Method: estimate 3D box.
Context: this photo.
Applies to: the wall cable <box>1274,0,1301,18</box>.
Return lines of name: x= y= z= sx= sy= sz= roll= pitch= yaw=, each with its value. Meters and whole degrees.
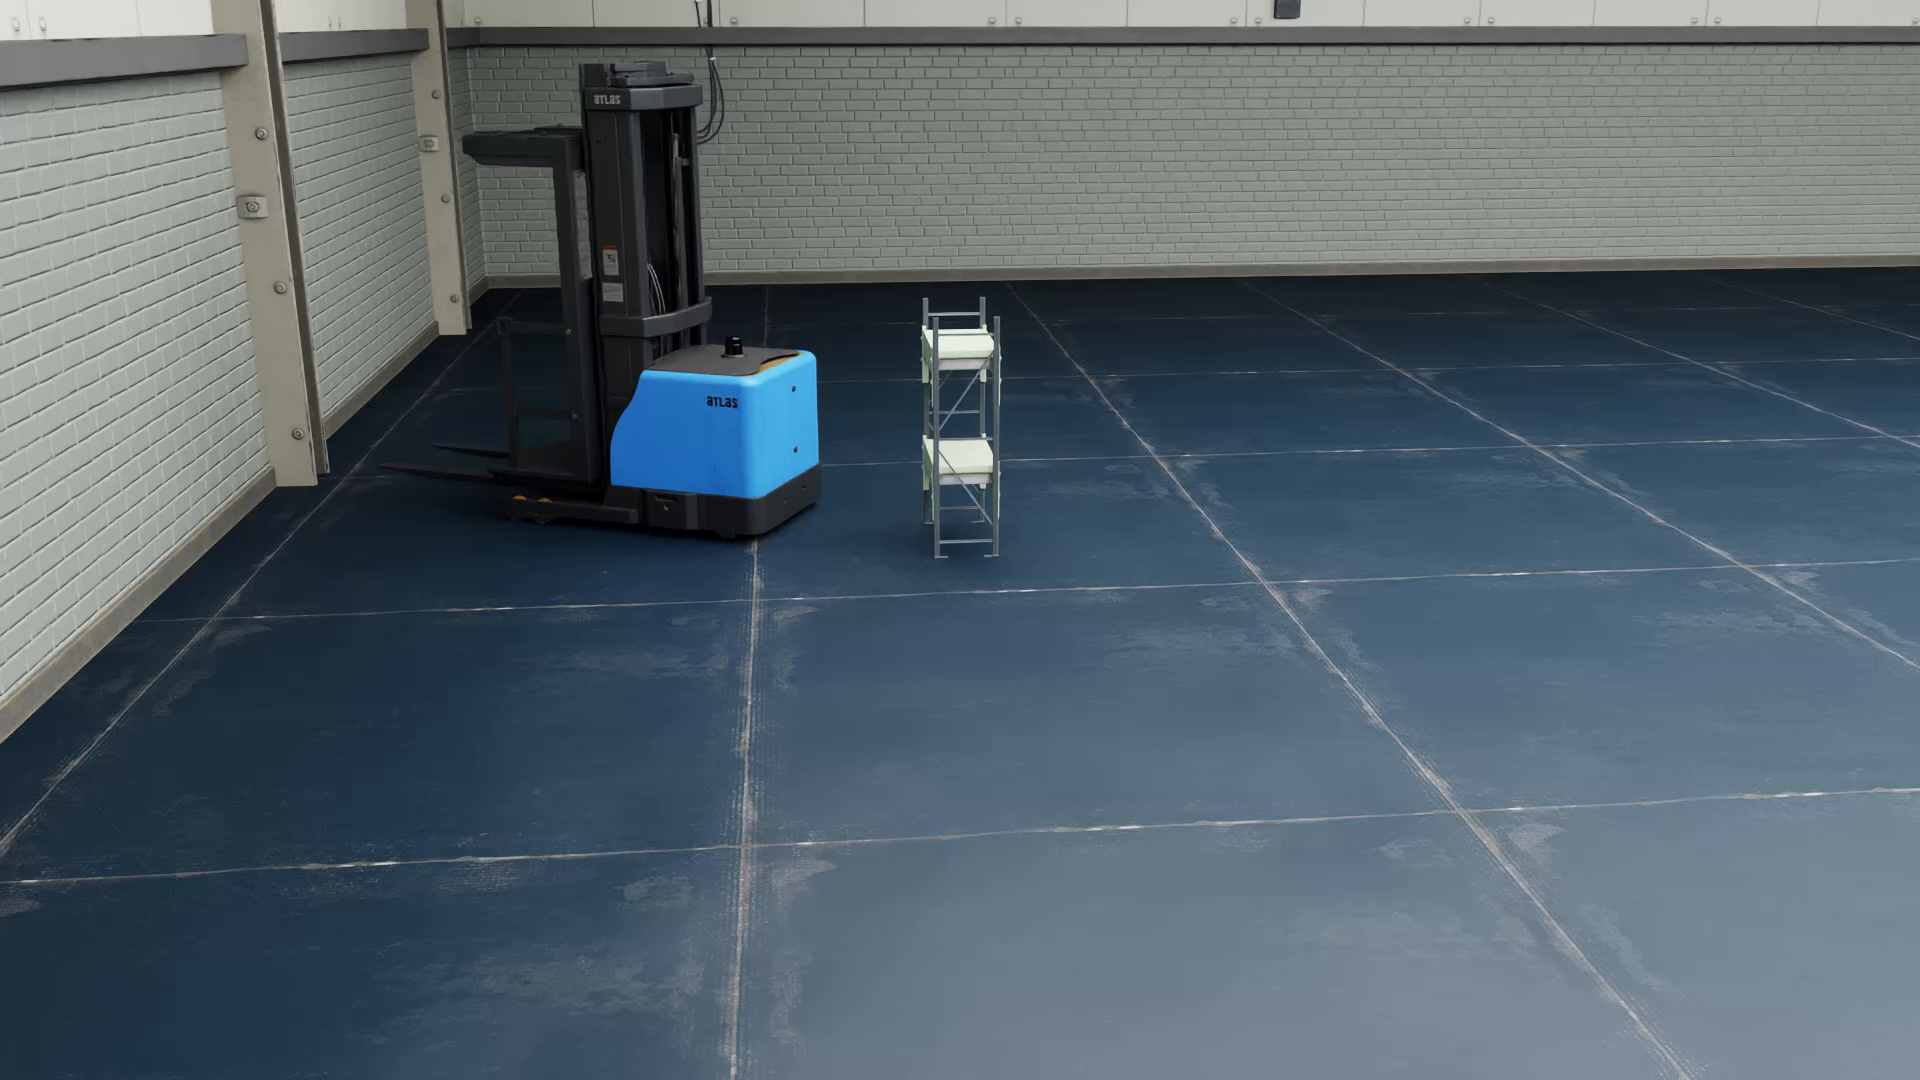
wall cable: x=5.044 y=-9.356 z=19.777 sx=2.305 sy=6.003 sz=0.169 roll=-2 pitch=18 yaw=-6

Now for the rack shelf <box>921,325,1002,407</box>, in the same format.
rack shelf: x=-0.001 y=-1.090 z=10.342 sx=0.431 sy=0.370 sz=0.720 roll=-2 pitch=18 yaw=-6

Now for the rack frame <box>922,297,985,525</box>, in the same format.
rack frame: x=-0.038 y=-0.827 z=10.806 sx=0.400 sy=1.500 sz=0.023 roll=-2 pitch=18 yaw=-6

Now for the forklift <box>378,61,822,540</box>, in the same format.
forklift: x=-2.520 y=-1.649 z=11.036 sx=3.031 sy=2.935 sz=1.130 roll=6 pitch=18 yaw=18

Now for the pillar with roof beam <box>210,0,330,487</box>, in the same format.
pillar with roof beam: x=-0.511 y=-4.872 z=11.171 sx=9.100 sy=9.000 sz=0.400 roll=-2 pitch=18 yaw=-6

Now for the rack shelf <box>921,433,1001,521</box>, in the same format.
rack shelf: x=-0.001 y=-0.407 z=10.556 sx=0.431 sy=0.370 sz=0.720 roll=-2 pitch=18 yaw=-6

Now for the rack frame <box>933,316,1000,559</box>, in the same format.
rack frame: x=0.037 y=-0.609 z=10.111 sx=0.400 sy=1.500 sz=0.023 roll=-2 pitch=18 yaw=-6

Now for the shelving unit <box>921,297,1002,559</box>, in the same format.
shelving unit: x=-0.001 y=-0.718 z=10.459 sx=0.431 sy=1.500 sz=0.755 roll=-2 pitch=18 yaw=-6

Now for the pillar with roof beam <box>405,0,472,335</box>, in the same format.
pillar with roof beam: x=-1.130 y=-6.659 z=16.865 sx=9.100 sy=9.000 sz=0.400 roll=-2 pitch=18 yaw=-6

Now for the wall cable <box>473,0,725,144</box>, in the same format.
wall cable: x=-4.401 y=-5.963 z=19.833 sx=3.097 sy=2.526 sz=0.112 roll=-2 pitch=18 yaw=-6
